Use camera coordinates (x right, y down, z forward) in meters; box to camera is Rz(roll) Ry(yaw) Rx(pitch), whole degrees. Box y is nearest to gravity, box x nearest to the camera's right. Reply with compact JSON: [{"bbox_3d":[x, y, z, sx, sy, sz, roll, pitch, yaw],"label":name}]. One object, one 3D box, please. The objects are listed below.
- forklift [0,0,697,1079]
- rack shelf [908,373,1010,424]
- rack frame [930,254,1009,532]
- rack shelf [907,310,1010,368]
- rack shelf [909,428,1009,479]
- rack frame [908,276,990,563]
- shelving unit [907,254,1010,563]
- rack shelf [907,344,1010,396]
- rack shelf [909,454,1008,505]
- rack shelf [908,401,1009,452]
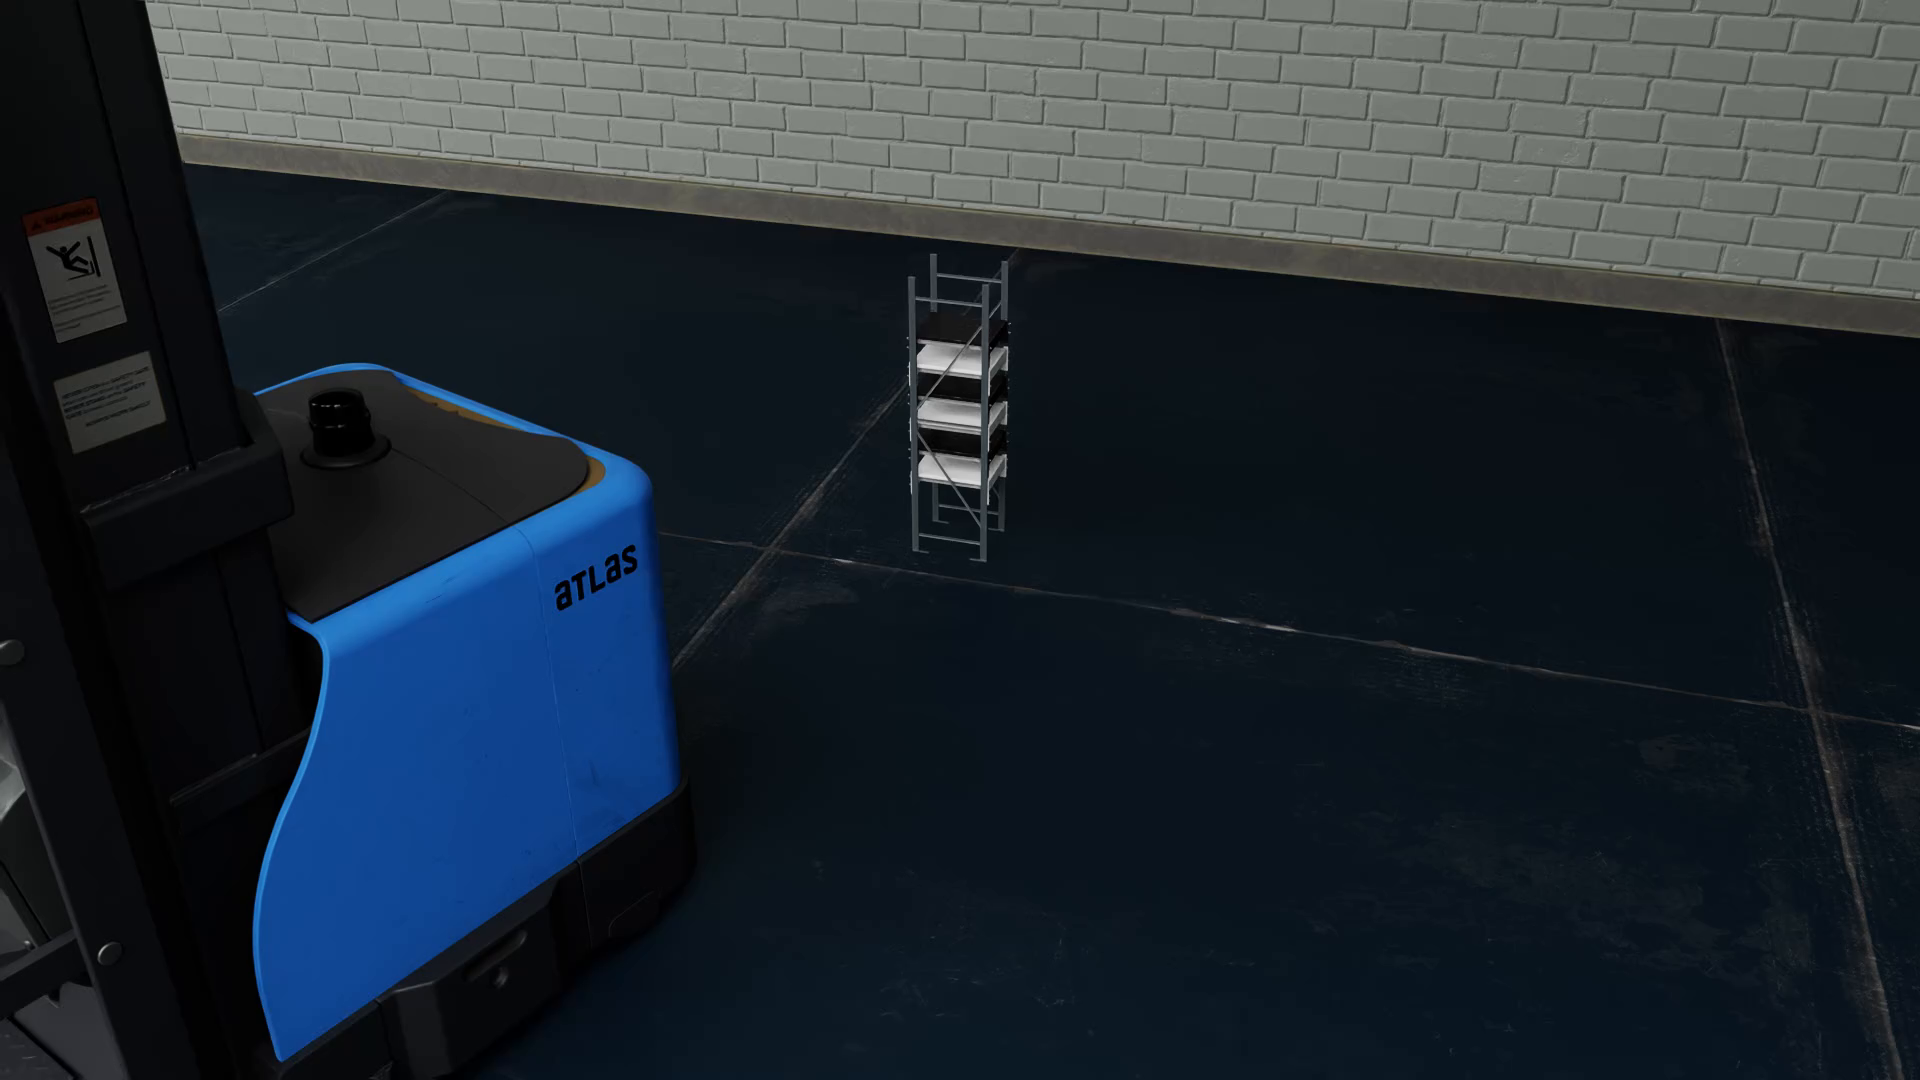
[{"bbox_3d":[-1.882,-0.055,2.333,1.130,2.935,3.031,20,35,31],"label":"forklift"},{"bbox_3d":[-0.002,-0.439,4.997,0.258,0.077,0.200,8,30,15],"label":"rack shelf"},{"bbox_3d":[0.027,-0.437,5.109,0.240,0.900,0.006,8,30,15],"label":"rack frame"},{"bbox_3d":[-0.002,-0.596,4.909,0.258,0.077,0.200,8,30,15],"label":"rack shelf"},{"bbox_3d":[-0.002,-0.282,5.084,0.258,0.077,0.200,8,30,15],"label":"rack shelf"},{"bbox_3d":[-0.032,-0.342,4.940,0.240,0.900,0.006,8,30,15],"label":"rack frame"},{"bbox_3d":[-0.002,-0.389,5.024,0.258,0.900,0.210,8,30,15],"label":"shelving unit"},{"bbox_3d":[-0.002,-0.518,4.953,0.258,0.077,0.200,8,30,15],"label":"rack shelf"},{"bbox_3d":[-0.002,-0.203,5.128,0.258,0.077,0.200,8,30,15],"label":"rack shelf"},{"bbox_3d":[-0.002,-0.360,5.041,0.258,0.077,0.200,8,30,15],"label":"rack shelf"}]
